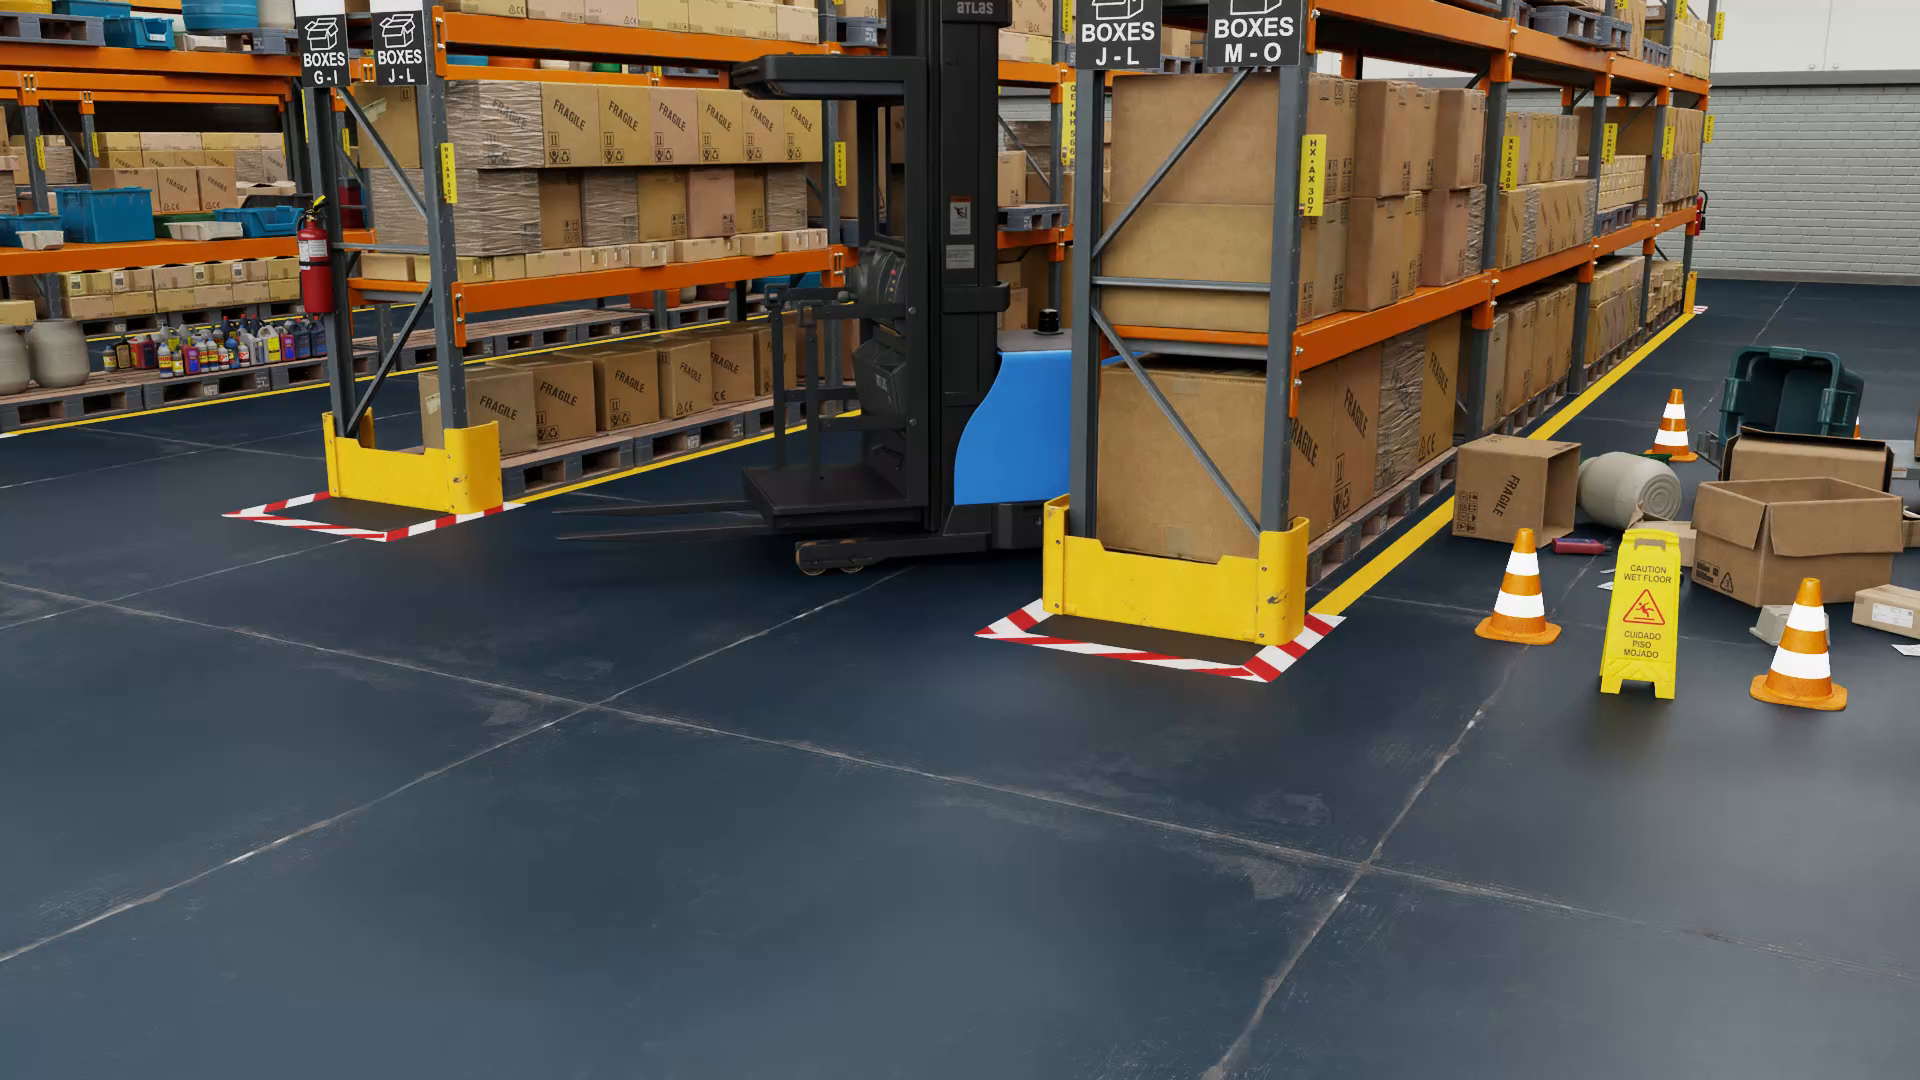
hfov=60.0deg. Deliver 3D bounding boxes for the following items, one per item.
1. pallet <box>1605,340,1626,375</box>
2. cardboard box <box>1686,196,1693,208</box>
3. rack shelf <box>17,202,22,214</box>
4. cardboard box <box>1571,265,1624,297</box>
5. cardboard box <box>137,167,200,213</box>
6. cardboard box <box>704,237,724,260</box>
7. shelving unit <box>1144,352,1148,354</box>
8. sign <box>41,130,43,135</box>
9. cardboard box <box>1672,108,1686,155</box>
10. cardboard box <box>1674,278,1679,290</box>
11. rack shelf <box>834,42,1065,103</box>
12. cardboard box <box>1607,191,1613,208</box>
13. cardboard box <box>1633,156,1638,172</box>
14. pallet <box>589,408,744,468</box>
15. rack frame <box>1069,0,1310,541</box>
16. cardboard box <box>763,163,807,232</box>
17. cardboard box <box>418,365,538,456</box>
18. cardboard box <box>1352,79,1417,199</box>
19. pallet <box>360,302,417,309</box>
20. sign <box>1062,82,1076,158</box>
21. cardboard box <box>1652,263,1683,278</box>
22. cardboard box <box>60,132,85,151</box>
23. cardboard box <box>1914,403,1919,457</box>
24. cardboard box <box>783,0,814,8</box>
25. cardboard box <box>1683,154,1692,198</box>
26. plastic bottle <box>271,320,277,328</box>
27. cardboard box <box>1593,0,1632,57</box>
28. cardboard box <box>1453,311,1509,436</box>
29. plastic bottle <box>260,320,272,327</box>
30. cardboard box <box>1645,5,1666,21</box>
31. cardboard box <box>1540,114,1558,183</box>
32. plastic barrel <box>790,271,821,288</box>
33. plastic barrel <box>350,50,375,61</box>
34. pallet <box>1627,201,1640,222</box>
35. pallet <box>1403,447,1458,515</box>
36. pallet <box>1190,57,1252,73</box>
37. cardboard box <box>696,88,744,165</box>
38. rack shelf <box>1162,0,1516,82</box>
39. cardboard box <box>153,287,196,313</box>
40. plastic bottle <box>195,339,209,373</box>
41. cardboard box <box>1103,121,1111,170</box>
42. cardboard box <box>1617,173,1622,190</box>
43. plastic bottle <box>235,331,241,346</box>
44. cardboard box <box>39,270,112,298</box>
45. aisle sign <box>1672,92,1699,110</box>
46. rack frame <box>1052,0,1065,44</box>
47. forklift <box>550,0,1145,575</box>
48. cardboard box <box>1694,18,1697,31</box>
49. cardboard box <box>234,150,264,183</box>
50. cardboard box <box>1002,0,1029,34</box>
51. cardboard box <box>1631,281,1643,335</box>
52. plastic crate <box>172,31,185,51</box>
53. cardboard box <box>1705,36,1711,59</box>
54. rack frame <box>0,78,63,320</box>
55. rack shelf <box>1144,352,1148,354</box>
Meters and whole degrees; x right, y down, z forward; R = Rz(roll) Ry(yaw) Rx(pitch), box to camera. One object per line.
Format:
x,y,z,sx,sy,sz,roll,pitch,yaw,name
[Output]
5.803,-1.799,16.045,1.003,0.211,1.213,7,15,28,pallet
8.791,-4.165,20.447,0.380,0.149,0.250,7,15,28,cardboard box
-13.435,-4.251,21.803,1.077,0.370,4.000,7,15,28,rack shelf
5.874,-2.417,15.495,0.500,0.250,0.500,8,15,28,cardboard box
-9.181,-4.045,19.200,0.500,0.500,0.500,7,15,28,cardboard box
-1.888,-2.057,11.701,0.380,0.149,0.250,7,15,28,cardboard box
1.165,-0.829,10.072,0.538,1.125,1.048,4,14,14,shelving unit
-12.955,-5.636,23.543,0.100,0.325,0.005,7,15,28,sign
7.706,-4.518,18.392,0.500,0.500,0.500,8,16,29,cardboard box
8.446,-3.102,20.051,0.380,0.149,0.250,7,15,26,cardboard box
-0.427,-4.026,14.467,1.077,0.370,4.000,7,15,28,rack shelf
5.742,-3.117,15.202,0.380,0.149,0.250,8,16,30,cardboard box
6.488,-3.724,16.453,0.380,0.149,0.250,7,15,26,cardboard box
-2.276,-0.758,11.729,1.003,0.211,1.213,7,15,28,pallet
0.966,-1.104,7.212,1.000,3.000,0.127,7,15,28,rack frame
-1.665,-2.615,12.632,0.875,0.500,0.500,7,15,28,cardboard box
-3.011,-0.802,10.396,0.500,0.500,0.500,11,17,38,cardboard box
1.754,-1.996,8.289,0.875,0.550,0.550,7,15,28,cardboard box
-7.736,-3.244,22.040,1.003,0.211,1.213,7,15,28,pallet
0.498,-1.846,7.315,0.100,0.325,0.005,7,15,28,sign
8.481,-3.244,20.006,0.380,0.149,0.250,7,15,27,cardboard box
-12.476,-5.701,23.791,0.500,0.250,0.500,8,16,30,cardboard box
5.709,-0.733,9.391,0.500,0.500,0.500,7,15,28,cardboard box
-1.298,-3.987,12.240,0.380,0.149,0.250,8,16,30,cardboard box
8.219,-4.248,19.406,0.500,0.500,0.500,7,15,28,cardboard box
-6.306,-1.865,15.224,0.061,0.283,0.133,7,15,28,plastic bottle
5.342,-4.339,14.017,0.500,0.500,0.500,7,15,28,cardboard box
3.121,-1.172,11.401,1.050,0.750,0.750,7,15,28,cardboard box
-6.399,-1.873,15.275,0.152,0.276,0.135,8,16,30,plastic bottle
7.120,-5.420,17.118,0.380,0.149,0.250,7,15,27,cardboard box
4.118,-2.979,12.645,0.700,0.500,0.500,7,15,27,cardboard box
-2.140,-3.784,21.910,0.600,0.901,0.708,7,15,28,plastic barrel
-5.673,-4.899,15.485,0.600,0.901,0.708,7,15,28,plastic barrel
6.270,-3.332,16.864,1.003,0.211,1.213,7,15,28,pallet
2.464,-0.422,10.332,1.003,0.211,1.213,7,15,28,pallet
2.879,-5.730,20.191,1.003,0.211,1.213,7,15,28,pallet
-1.853,-2.858,11.505,0.500,0.500,0.500,7,15,28,cardboard box
1.933,-2.623,8.646,1.077,0.370,4.000,7,15,28,rack shelf
-9.155,-2.764,19.068,0.500,0.250,0.500,7,15,26,cardboard box
-6.348,-1.542,13.913,0.097,0.271,0.097,0,14,0,plastic bottle
1.225,-4.146,17.475,0.797,0.503,0.637,8,16,29,cardboard box
5.991,-3.368,15.610,0.380,0.149,0.250,8,16,30,cardboard box
-6.213,-1.670,14.419,0.061,0.283,0.133,7,15,28,plastic bottle
-9.646,-2.827,18.133,0.500,0.311,0.500,7,15,28,cardboard box
8.999,-5.631,20.444,0.394,0.787,0.004,7,15,28,aisle sign
0.540,-6.244,15.734,1.000,3.000,0.127,7,15,28,rack frame
-0.602,-1.385,8.526,3.031,2.935,1.130,-4,14,-15,forklift
8.150,-5.848,18.892,0.380,0.149,0.250,8,16,29,cardboard box
-11.025,-5.704,25.402,0.500,0.500,0.500,7,15,28,cardboard box
0.290,-4.845,15.050,0.500,0.500,0.500,7,15,28,cardboard box
6.630,-2.374,16.919,0.500,0.500,0.500,7,15,27,cardboard box
-6.730,-4.131,13.819,0.336,0.188,0.450,7,15,28,plastic crate
8.701,-5.891,19.924,0.500,0.250,0.500,7,15,26,cardboard box
-10.063,-3.630,17.691,1.000,3.000,0.127,7,15,28,rack frame
1.165,-1.113,10.003,0.538,0.278,1.000,4,14,14,rack shelf
